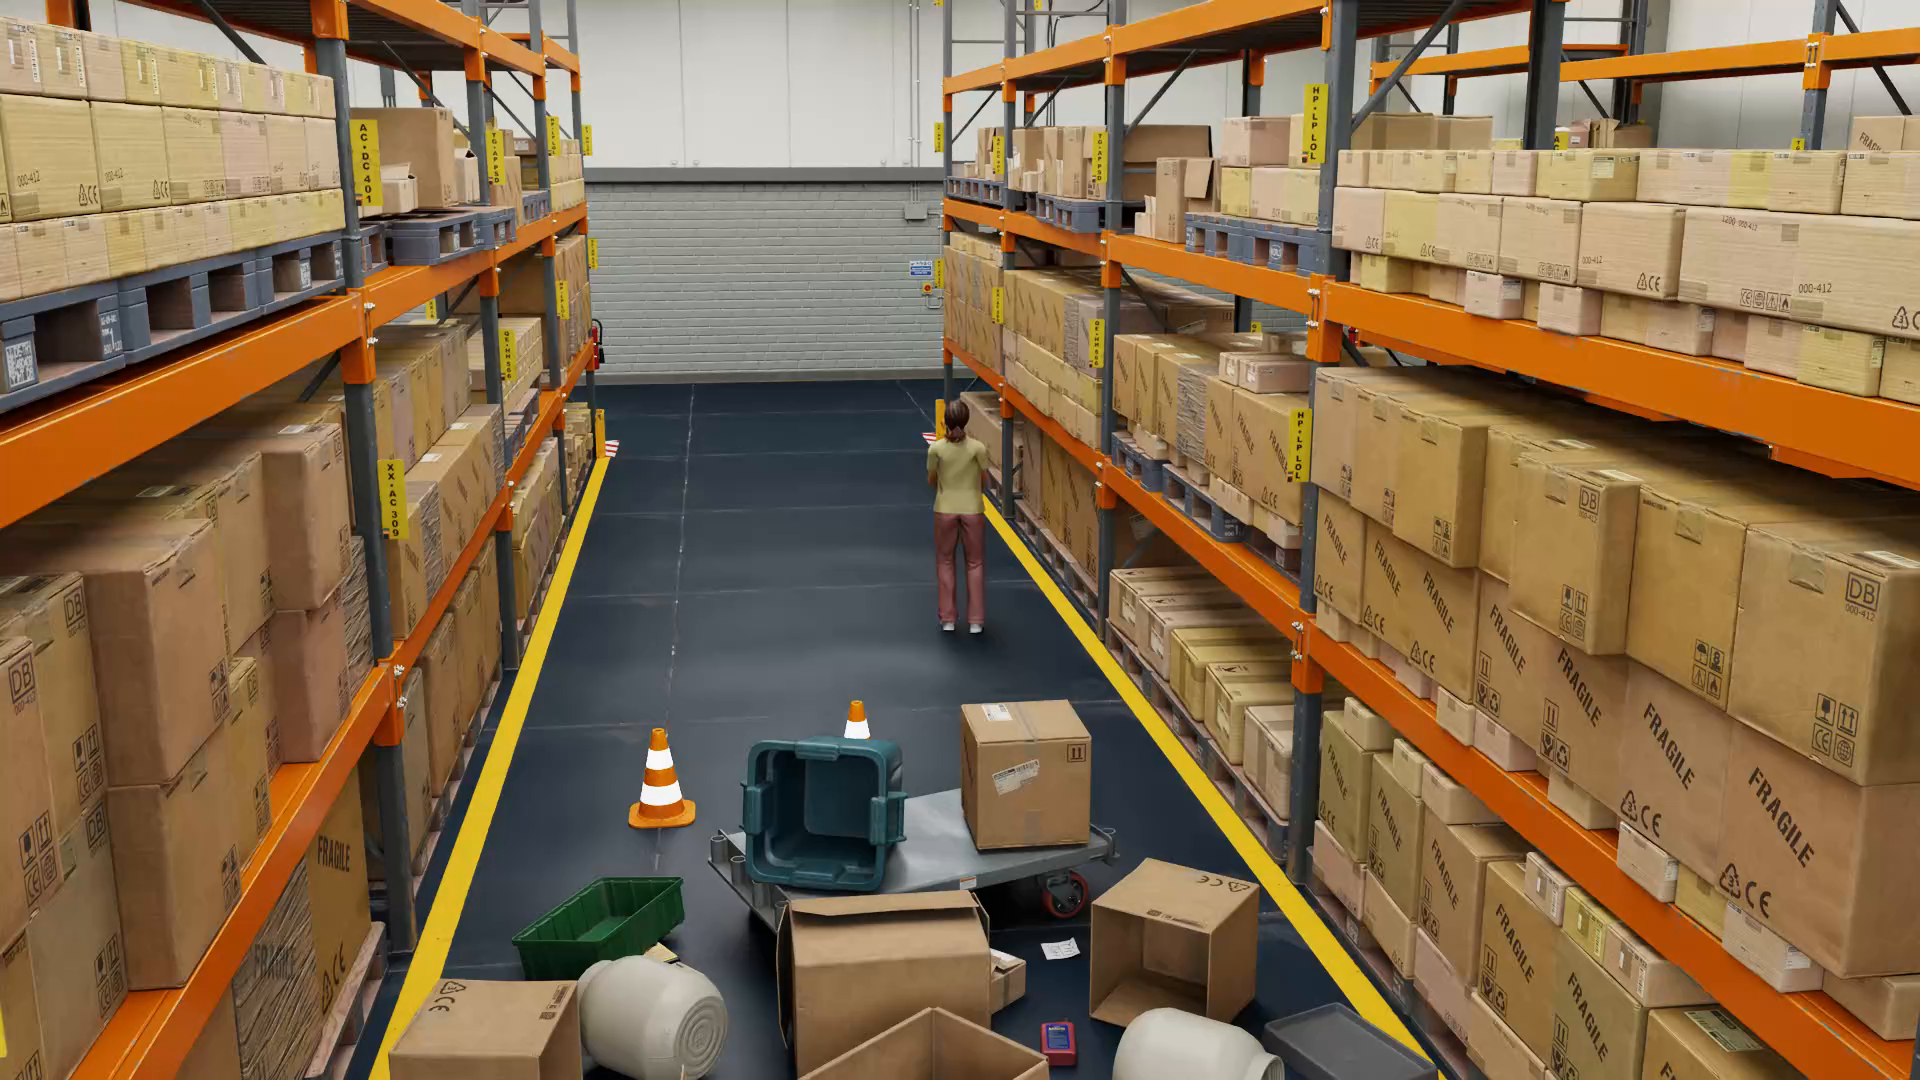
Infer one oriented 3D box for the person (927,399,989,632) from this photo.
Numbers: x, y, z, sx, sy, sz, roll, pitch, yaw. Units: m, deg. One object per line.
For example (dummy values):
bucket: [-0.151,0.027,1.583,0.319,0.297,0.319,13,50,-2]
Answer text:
person: [-0.015,-0.183,11.773,0.435,1.671,0.546,0,13,1]
